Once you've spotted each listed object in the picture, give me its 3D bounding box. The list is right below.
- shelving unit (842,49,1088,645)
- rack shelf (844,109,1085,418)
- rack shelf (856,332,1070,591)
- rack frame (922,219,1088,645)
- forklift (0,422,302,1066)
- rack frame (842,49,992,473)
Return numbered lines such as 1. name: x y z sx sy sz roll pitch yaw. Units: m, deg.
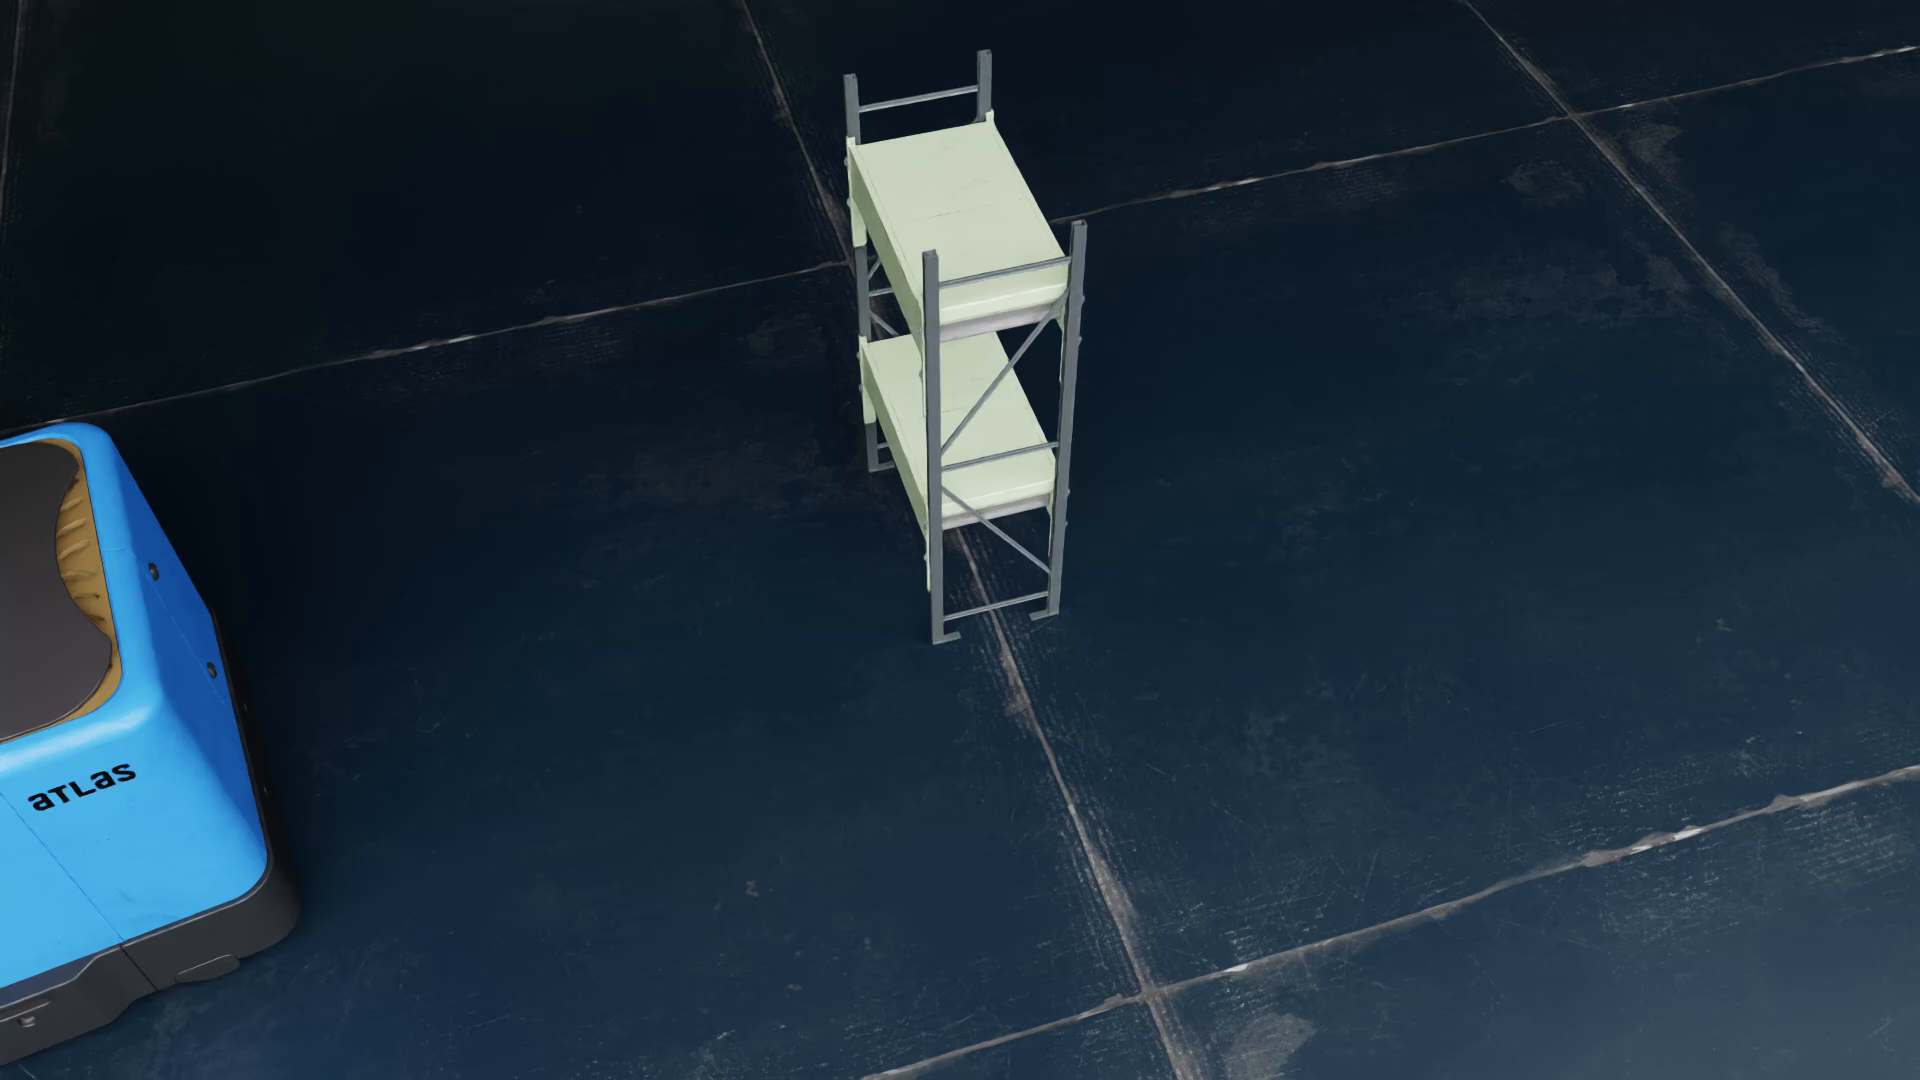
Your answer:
1. shelving unit: -0.002 -0.488 4.681 0.431 1.500 0.755 -13 51 -11
2. rack shelf: -0.002 -0.740 4.382 0.431 0.370 0.720 -13 51 -11
3. rack shelf: -0.002 -0.278 4.930 0.431 0.370 0.720 -13 51 -11
4. rack frame: 0.106 -0.221 4.455 0.400 1.500 0.023 -13 51 -11
5. forklift: -3.276 0.252 3.120 3.031 2.935 1.130 -20 53 -16
6. rack frame: -0.110 -0.756 4.906 0.400 1.500 0.023 -13 51 -11
